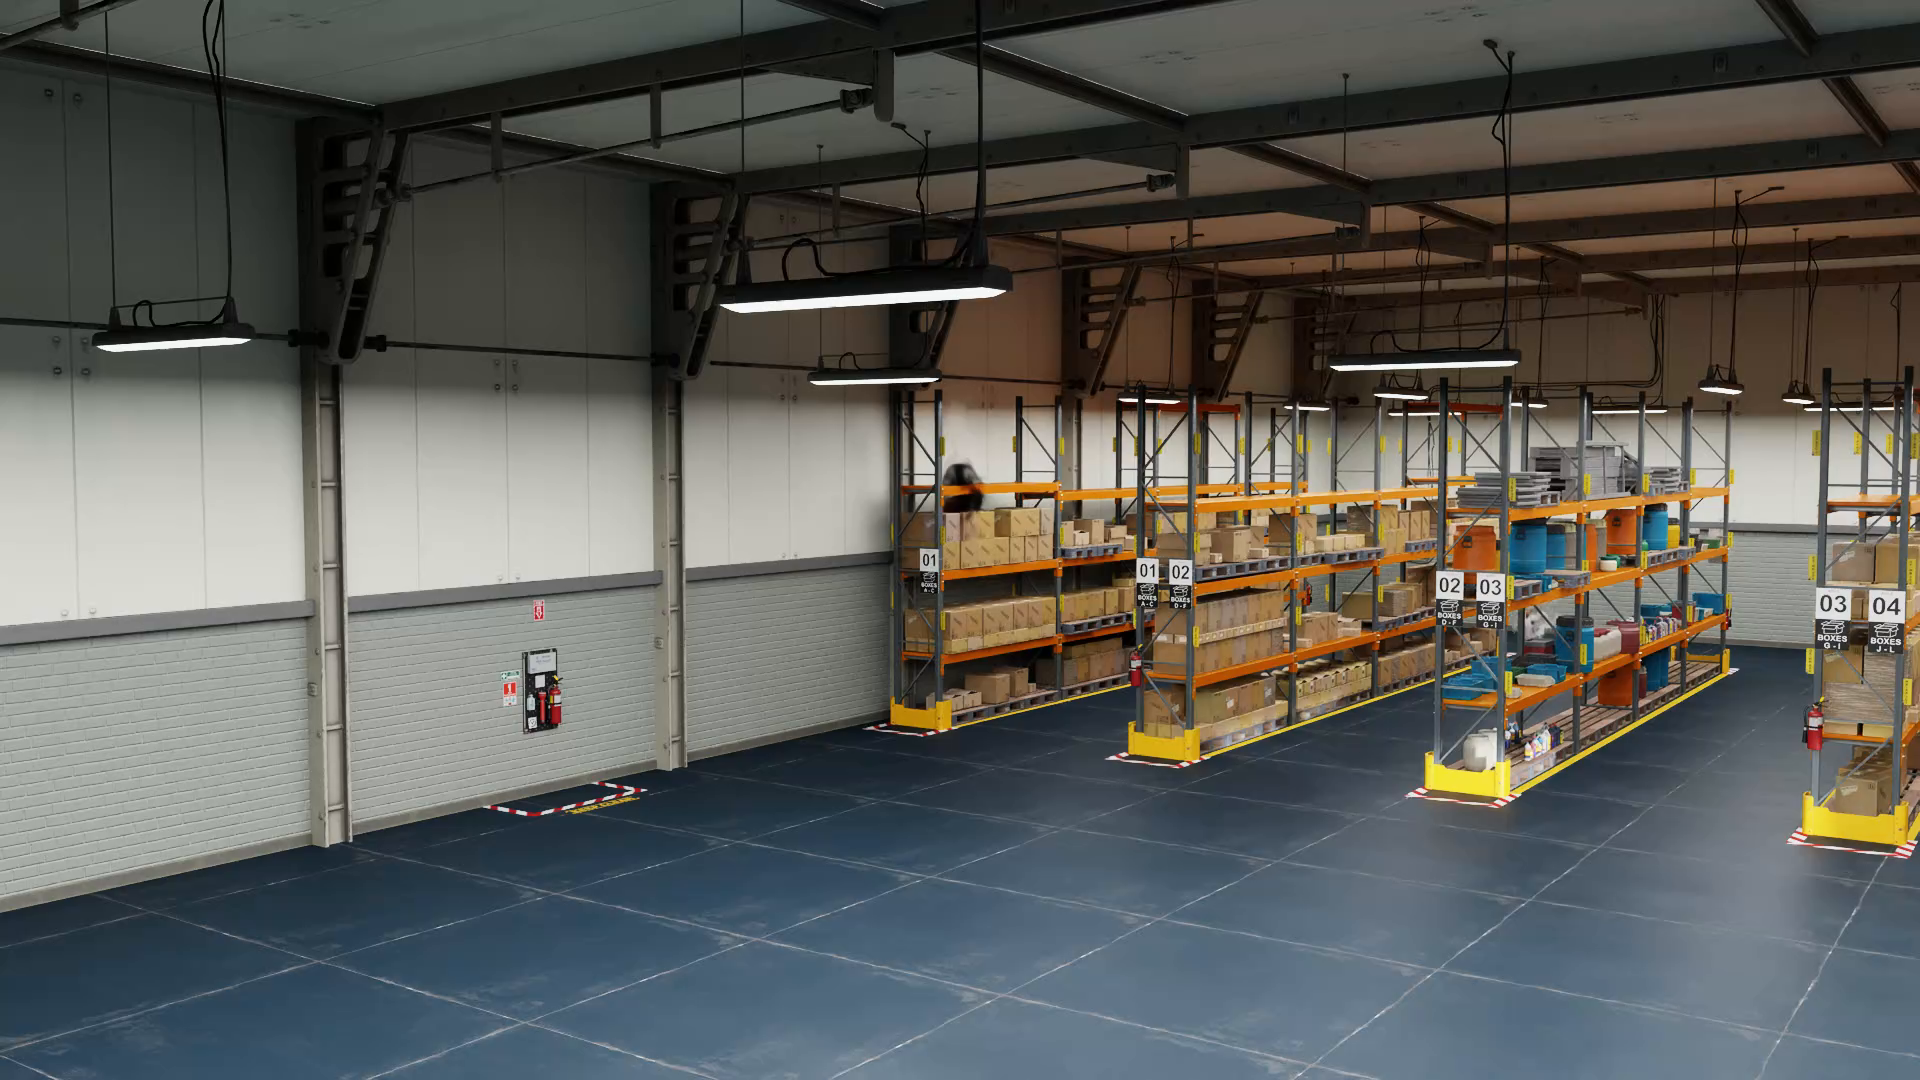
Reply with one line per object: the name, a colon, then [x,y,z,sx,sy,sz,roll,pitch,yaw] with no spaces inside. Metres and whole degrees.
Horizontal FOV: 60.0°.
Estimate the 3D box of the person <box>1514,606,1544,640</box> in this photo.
person: [12.330,2.174,36.061,0.596,1.626,0.688,2,4,35]
